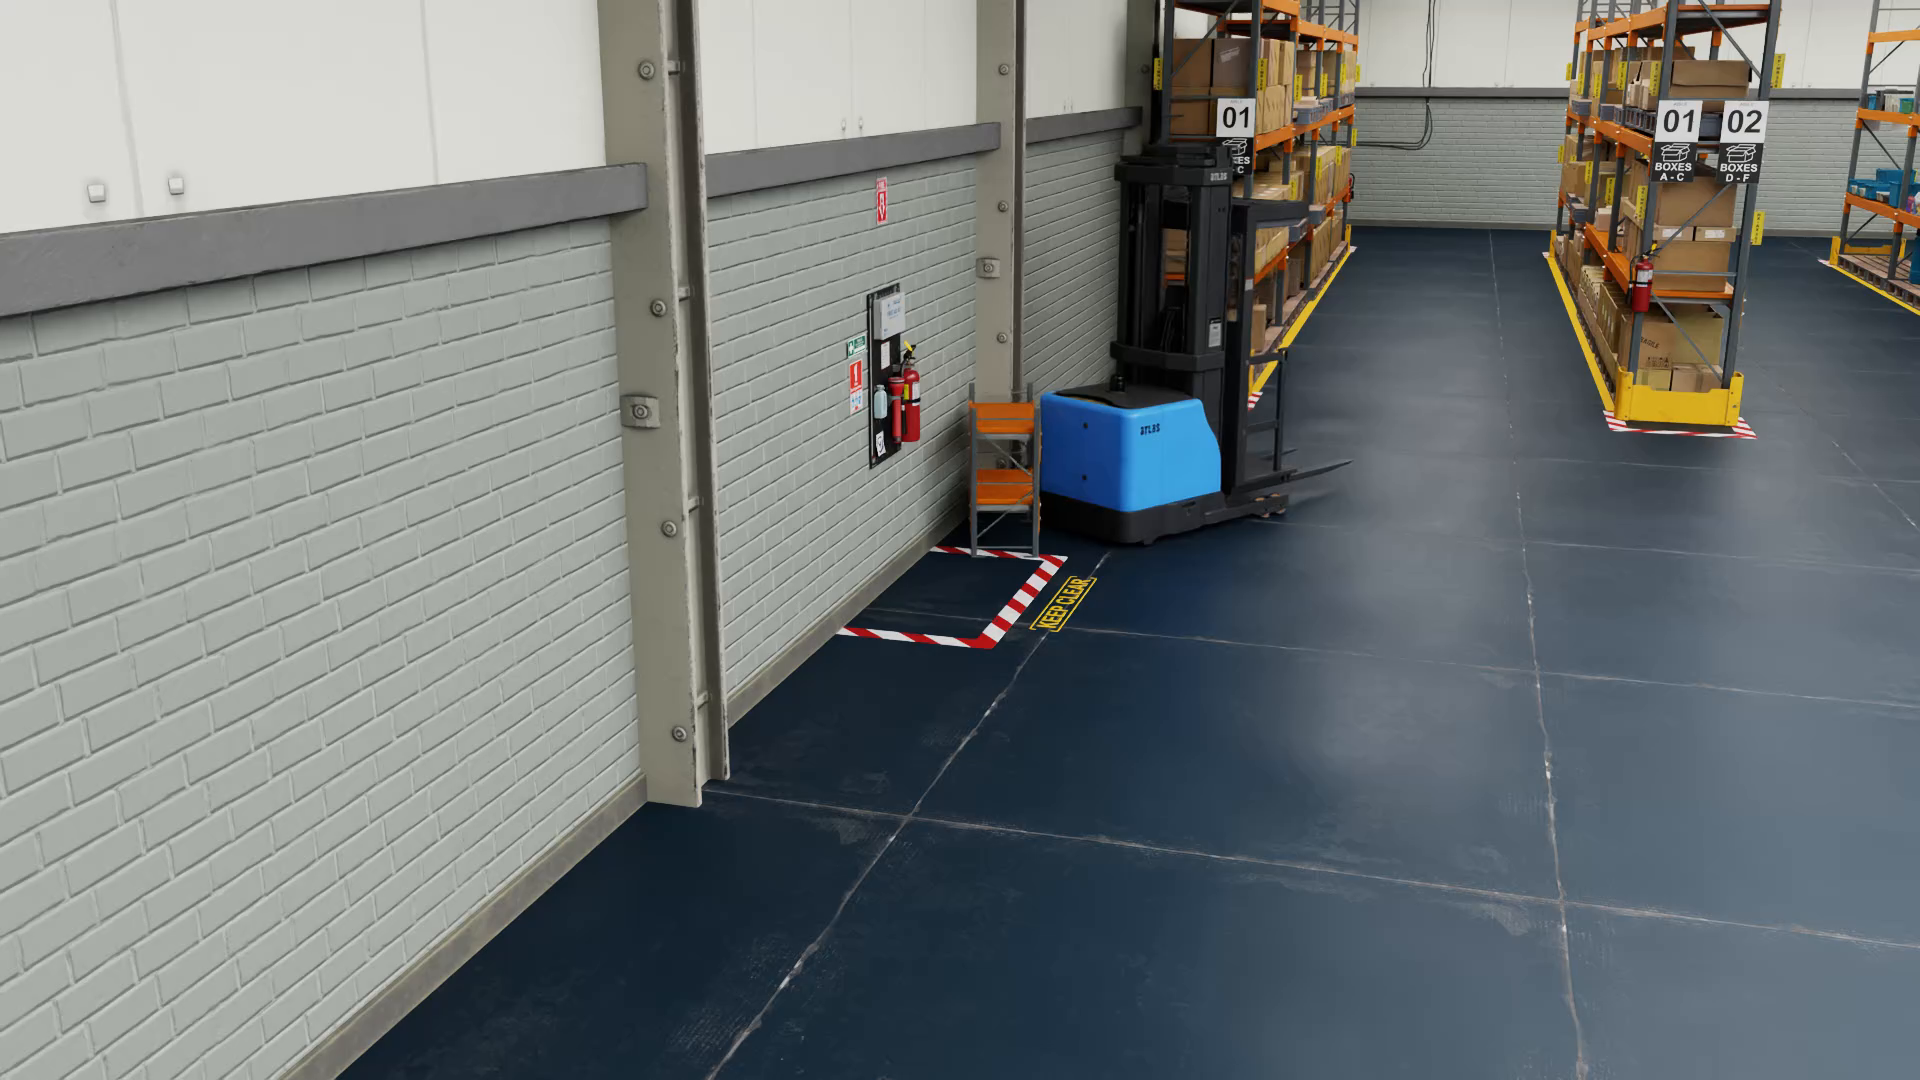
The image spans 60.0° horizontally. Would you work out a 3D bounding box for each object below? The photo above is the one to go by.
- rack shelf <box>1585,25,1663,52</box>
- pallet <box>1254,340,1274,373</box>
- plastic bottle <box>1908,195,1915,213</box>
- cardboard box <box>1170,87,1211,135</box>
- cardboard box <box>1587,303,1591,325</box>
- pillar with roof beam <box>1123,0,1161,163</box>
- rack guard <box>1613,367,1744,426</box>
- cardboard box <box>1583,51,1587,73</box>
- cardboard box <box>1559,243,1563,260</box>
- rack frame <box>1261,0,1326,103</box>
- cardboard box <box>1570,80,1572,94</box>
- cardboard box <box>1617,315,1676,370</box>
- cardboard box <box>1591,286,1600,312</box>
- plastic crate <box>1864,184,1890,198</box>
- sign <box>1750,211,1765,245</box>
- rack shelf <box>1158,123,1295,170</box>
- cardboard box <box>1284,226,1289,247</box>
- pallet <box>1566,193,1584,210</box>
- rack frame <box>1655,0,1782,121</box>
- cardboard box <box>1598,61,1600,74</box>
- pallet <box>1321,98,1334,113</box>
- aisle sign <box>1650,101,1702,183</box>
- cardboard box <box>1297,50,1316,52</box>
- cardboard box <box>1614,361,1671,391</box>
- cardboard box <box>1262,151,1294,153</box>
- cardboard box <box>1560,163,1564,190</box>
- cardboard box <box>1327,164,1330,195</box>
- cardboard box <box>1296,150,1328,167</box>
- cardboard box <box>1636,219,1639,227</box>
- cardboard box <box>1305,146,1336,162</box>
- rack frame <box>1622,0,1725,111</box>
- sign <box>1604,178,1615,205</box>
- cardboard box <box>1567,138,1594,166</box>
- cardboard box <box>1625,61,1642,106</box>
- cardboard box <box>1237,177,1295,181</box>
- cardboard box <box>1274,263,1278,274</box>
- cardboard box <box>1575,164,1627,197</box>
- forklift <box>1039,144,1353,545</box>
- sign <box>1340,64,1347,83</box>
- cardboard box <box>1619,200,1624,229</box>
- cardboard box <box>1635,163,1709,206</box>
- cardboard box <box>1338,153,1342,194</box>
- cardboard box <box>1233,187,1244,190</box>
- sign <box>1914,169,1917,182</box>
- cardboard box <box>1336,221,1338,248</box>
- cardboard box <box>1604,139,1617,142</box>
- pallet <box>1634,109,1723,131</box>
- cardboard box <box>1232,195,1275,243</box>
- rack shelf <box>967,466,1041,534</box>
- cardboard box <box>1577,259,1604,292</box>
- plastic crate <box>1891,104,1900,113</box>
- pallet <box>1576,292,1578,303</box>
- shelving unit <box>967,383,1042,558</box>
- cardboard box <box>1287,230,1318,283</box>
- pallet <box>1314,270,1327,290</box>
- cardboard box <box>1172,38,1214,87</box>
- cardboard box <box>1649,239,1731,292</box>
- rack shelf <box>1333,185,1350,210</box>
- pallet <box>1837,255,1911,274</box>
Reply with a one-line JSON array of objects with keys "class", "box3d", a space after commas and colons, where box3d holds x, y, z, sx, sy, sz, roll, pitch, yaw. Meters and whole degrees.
[{"class": "rack shelf", "box3d": [10.249, -7.659, 25.394, 1.077, 0.370, 4.000, 5, 16, 16]}, {"class": "pallet", "box3d": [3.292, -2.285, 20.499, 1.003, 0.211, 1.213, 5, 16, 16]}, {"class": "plastic bottle", "box3d": [15.015, -5.296, 26.218, 0.061, 0.283, 0.133, 5, 16, 16]}, {"class": "cardboard box", "box3d": [2.533, -4.708, 18.215, 0.500, 0.500, 0.500, 6, 17, 20]}, {"class": "cardboard box", "box3d": [8.675, -3.018, 22.243, 0.500, 0.250, 0.500, 5, 17, 17]}, {"class": "pillar with roof beam", "box3d": [6.154, -5.881, 17.073, 9.100, 9.000, 0.400, 5, 16, 16]}, {"class": "rack guard", "box3d": [7.401, -1.487, 17.155, 1.175, 0.500, 0.348, 5, 16, 16]}, {"class": "cardboard box", "box3d": [11.330, -8.331, 29.192, 0.700, 0.500, 0.500, 5, 16, 16]}, {"class": "cardboard box", "box3d": [10.921, -5.120, 29.506, 0.500, 0.311, 0.500, 5, 16, 16]}, {"class": "rack frame", "box3d": [4.930, -8.058, 24.747, 1.000, 3.000, 0.127, 5, 16, 16]}, {"class": "cardboard box", "box3d": [11.559, -8.379, 30.734, 0.500, 0.250, 0.500, 5, 16, 16]}, {"class": "cardboard box", "box3d": [7.275, -2.099, 17.627, 0.500, 0.500, 0.500, 5, 16, 16]}, {"class": "cardboard box", "box3d": [8.526, -3.156, 21.700, 0.500, 0.311, 0.500, 5, 17, 17]}, {"class": "plastic crate", "box3d": [15.942, -6.061, 28.899, 0.416, 0.233, 0.300, 5, 16, 16]}, {"class": "sign", "box3d": [7.938, -3.105, 16.549, 0.100, 0.325, 0.005, 5, 16, 16]}, {"class": "rack shelf", "box3d": [3.225, -4.699, 19.720, 1.077, 0.370, 4.000, 5, 16, 16]}, {"class": "cardboard box", "box3d": [3.950, -3.915, 21.374, 0.500, 0.250, 0.500, 5, 16, 16]}, {"class": "pallet", "box3d": [10.486, -5.542, 27.223, 1.003, 0.211, 1.213, 5, 16, 16]}, {"class": "rack frame", "box3d": [7.407, -5.582, 16.017, 1.000, 3.000, 0.127, 5, 16, 16]}, {"class": "cardboard box", "box3d": [10.436, -7.274, 26.343, 0.600, 0.600, 0.600, 4, 16, 15]}, {"class": "pallet", "box3d": [5.854, -7.325, 28.013, 0.805, 0.209, 1.217, 4, 16, 14]}, {"class": "aisle sign", "box3d": [7.107, -3.952, 16.501, 0.394, 0.787, 0.004, 5, 16, 16]}, {"class": "cardboard box", "box3d": [6.042, -8.401, 29.401, 0.500, 0.500, 0.500, 4, 16, 15]}, {"class": "cardboard box", "box3d": [7.277, -1.738, 17.729, 0.500, 0.250, 0.500, 5, 16, 16]}, {"class": "cardboard box", "box3d": [5.110, -6.141, 26.845, 0.500, 0.250, 0.500, 4, 16, 14]}, {"class": "cardboard box", "box3d": [11.575, -6.834, 31.243, 0.500, 0.500, 0.500, 5, 17, 17]}, {"class": "cardboard box", "box3d": [5.891, -6.014, 27.769, 0.500, 0.500, 0.500, 5, 16, 16]}, {"class": "cardboard box", "box3d": [5.736, -6.238, 27.185, 0.500, 0.250, 0.500, 4, 16, 15]}, {"class": "cardboard box", "box3d": [7.772, -3.576, 18.569, 0.380, 0.149, 0.250, 4, 16, 15]}, {"class": "cardboard box", "box3d": [6.180, -6.638, 28.595, 0.500, 0.250, 0.500, 5, 17, 17]}, {"class": "rack frame", "box3d": [8.544, -6.628, 19.707, 1.000, 3.000, 0.127, 5, 16, 16]}, {"class": "sign", "box3d": [8.021, -4.300, 20.517, 0.100, 0.325, 0.005, 5, 16, 16]}, {"class": "cardboard box", "box3d": [11.144, -6.914, 29.693, 0.500, 0.500, 0.500, 4, 16, 15]}, {"class": "cardboard box", "box3d": [8.148, -5.391, 19.633, 0.500, 0.500, 0.500, 6, 17, 20]}, {"class": "cardboard box", "box3d": [4.294, -4.836, 23.392, 0.700, 0.500, 0.500, 7, 17, 24]}, {"class": "cardboard box", "box3d": [4.253, -3.941, 23.626, 0.500, 0.250, 0.500, 4, 16, 14]}, {"class": "cardboard box", "box3d": [10.334, -5.794, 26.806, 0.700, 0.500, 0.500, 7, 17, 25]}, {"class": "forklift", "box3d": [2.052, -1.683, 13.393, 3.031, 2.935, 1.130, -13, 21, -39]}, {"class": "sign", "box3d": [6.590, -8.022, 28.593, 0.100, 0.325, 0.005, 5, 16, 16]}, {"class": "cardboard box", "box3d": [9.070, -4.259, 22.163, 0.500, 0.500, 0.500, 5, 16, 16]}, {"class": "cardboard box", "box3d": [8.139, -4.034, 18.995, 0.700, 0.500, 0.500, 5, 16, 16]}, {"class": "cardboard box", "box3d": [6.450, -6.694, 30.382, 0.980, 0.700, 0.700, 4, 16, 14]}, {"class": "cardboard box", "box3d": [3.309, -4.182, 20.939, 0.500, 0.500, 0.500, 5, 16, 16]}, {"class": "sign", "box3d": [17.234, -6.536, 30.078, 0.100, 0.325, 0.005, 5, 16, 16]}, {"class": "cardboard box", "box3d": [6.816, -5.811, 31.630, 0.700, 0.500, 0.500, 4, 16, 14]}, {"class": "cardboard box", "box3d": [11.514, -6.735, 29.062, 0.500, 0.500, 0.500, 4, 16, 14]}, {"class": "pallet", "box3d": [7.978, -4.599, 18.212, 1.003, 0.211, 1.213, 5, 16, 16]}, {"class": "cardboard box", "box3d": [3.384, -3.742, 19.388, 0.500, 0.500, 0.500, 4, 16, 14]}, {"class": "rack shelf", "box3d": [0.327, -0.316, 12.777, 0.538, 0.278, 1.000, 0, 16, 0]}, {"class": "cardboard box", "box3d": [9.722, -4.060, 25.423, 0.500, 0.500, 0.500, 5, 17, 18]}, {"class": "plastic crate", "box3d": [15.562, -7.128, 27.450, 0.293, 0.136, 0.466, 5, 16, 16]}, {"class": "pallet", "box3d": [9.929, -3.639, 25.274, 1.003, 0.211, 1.213, 5, 16, 16]}, {"class": "shelving unit", "box3d": [0.327, -0.551, 12.710, 0.538, 1.125, 1.048, 0, 16, 0]}, {"class": "cardboard box", "box3d": [5.265, -4.522, 26.444, 0.750, 0.750, 0.750, 4, 16, 15]}, {"class": "pallet", "box3d": [5.575, -4.349, 27.774, 1.003, 0.211, 1.213, 5, 16, 16]}, {"class": "cardboard box", "box3d": [2.529, -5.194, 18.094, 0.500, 0.500, 0.500, 5, 17, 18]}, {"class": "cardboard box", "box3d": [7.552, -2.865, 17.249, 0.700, 0.500, 0.500, 5, 16, 16]}, {"class": "rack shelf", "box3d": [6.636, -6.395, 31.198, 1.077, 0.370, 4.000, 5, 16, 16]}, {"class": "pallet", "box3d": [16.431, -4.942, 29.867, 1.003, 0.211, 1.213, 5, 16, 16]}]
